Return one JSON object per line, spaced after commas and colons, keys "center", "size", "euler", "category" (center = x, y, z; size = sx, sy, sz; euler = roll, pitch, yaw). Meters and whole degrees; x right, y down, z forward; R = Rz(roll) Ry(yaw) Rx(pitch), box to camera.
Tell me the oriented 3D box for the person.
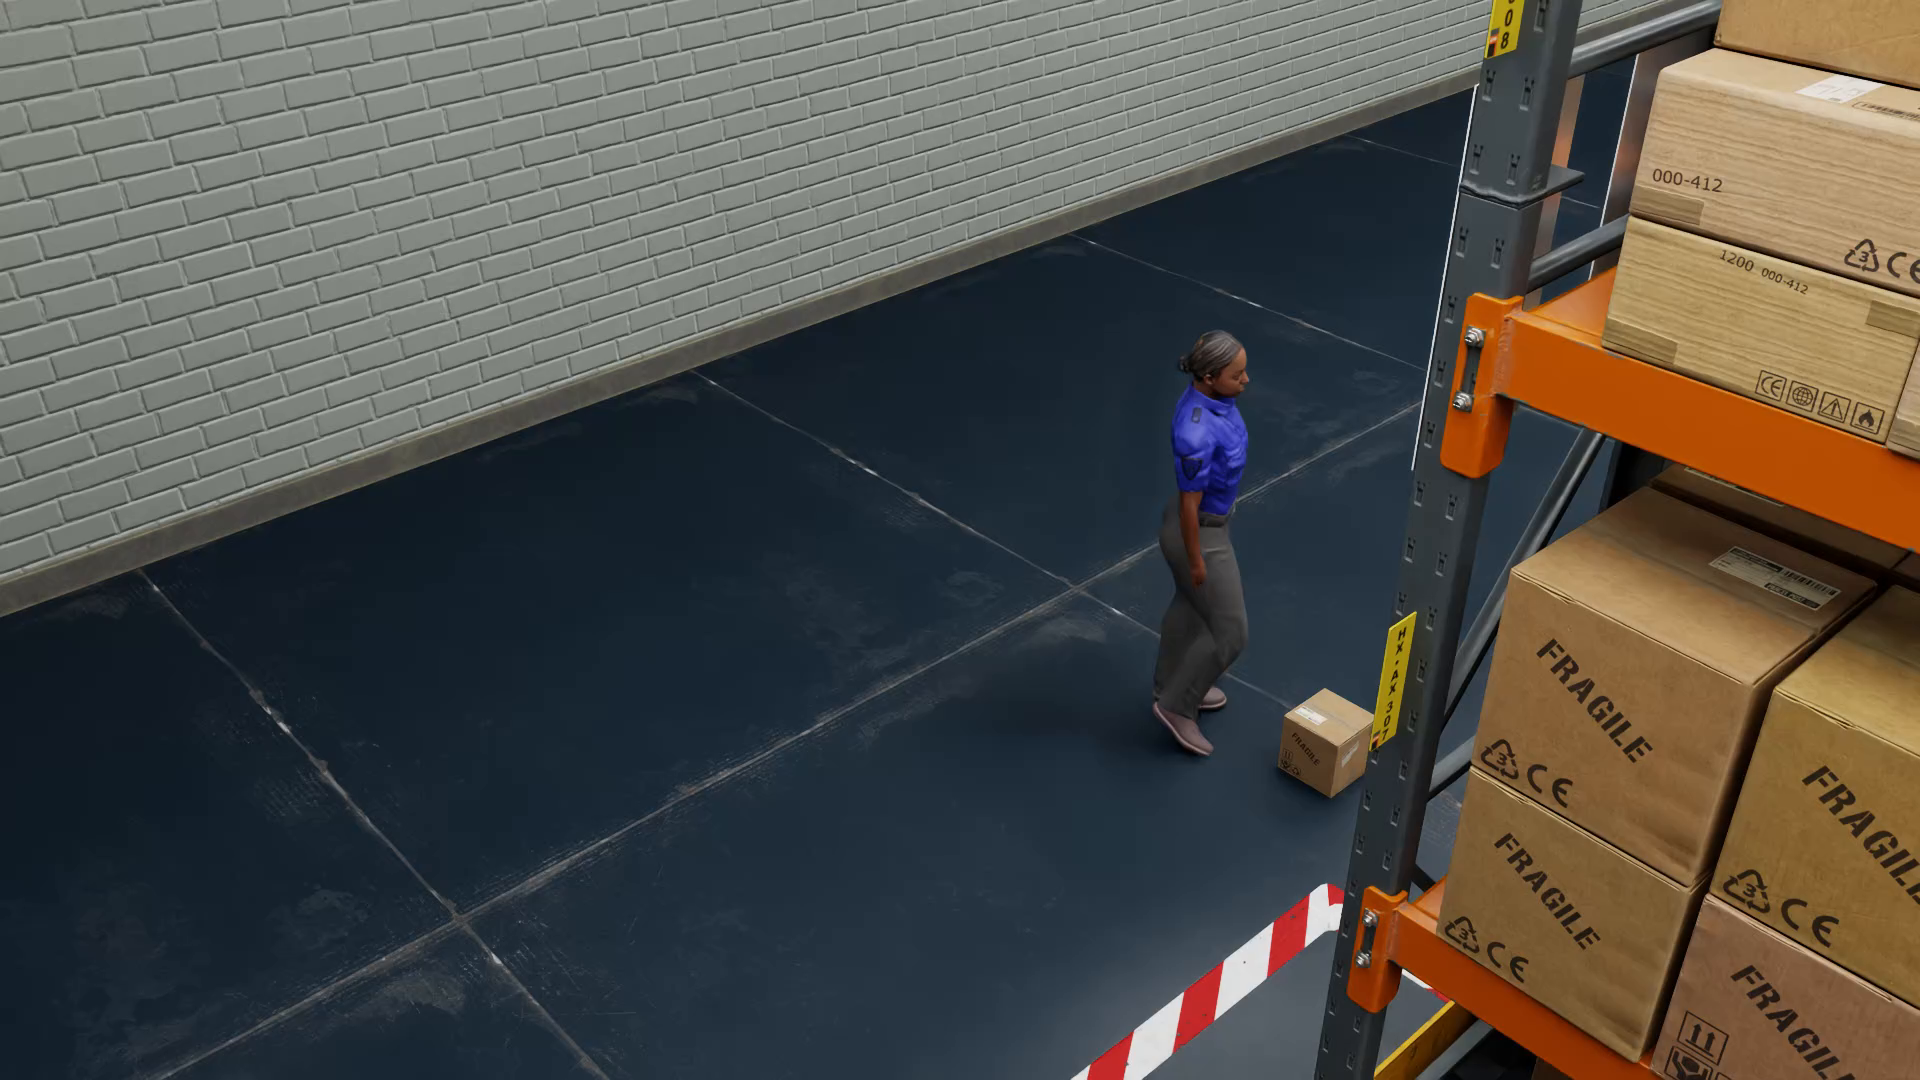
{"center": [0.922, 0.003, 6.157], "size": [0.374, 1.700, 0.513], "euler": [6, 32, 10], "category": "person"}
